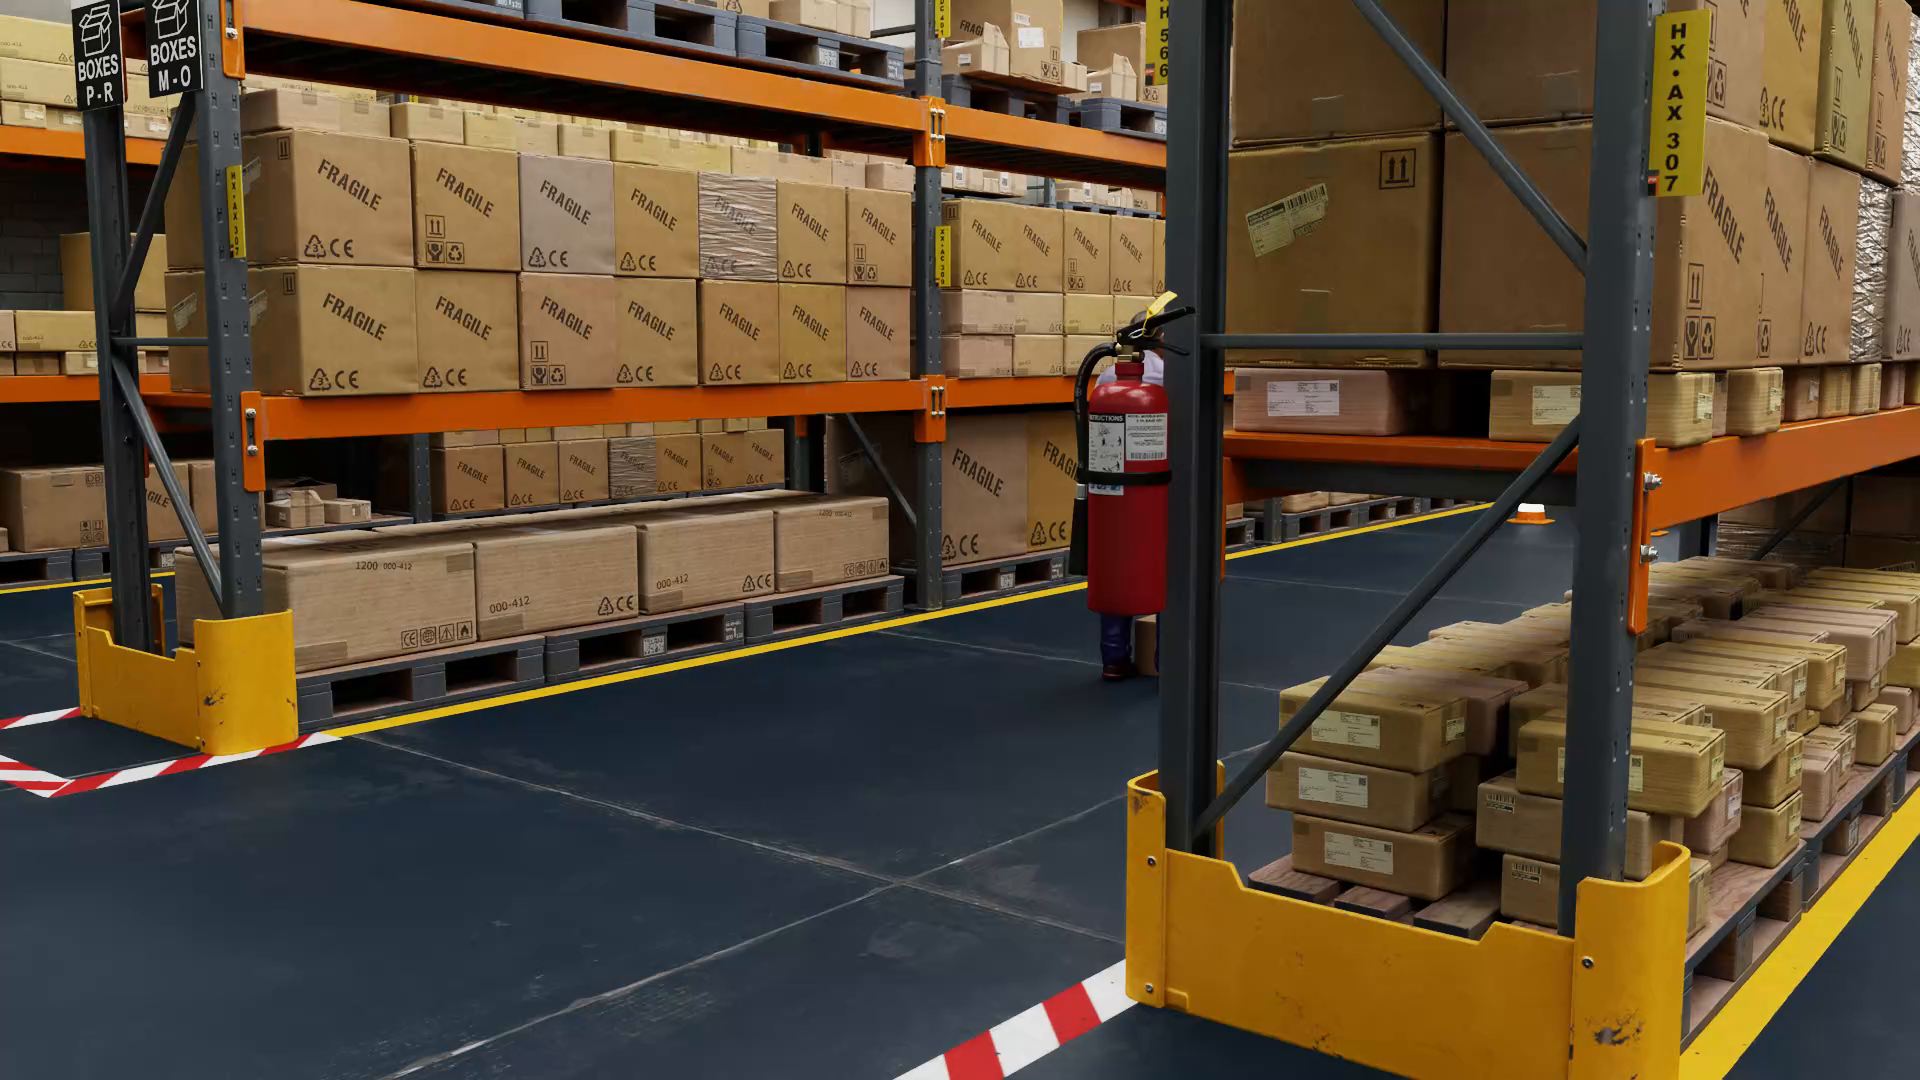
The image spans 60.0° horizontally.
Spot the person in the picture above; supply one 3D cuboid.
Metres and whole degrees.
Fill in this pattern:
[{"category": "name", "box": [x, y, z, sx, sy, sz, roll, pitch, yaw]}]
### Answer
[{"category": "person", "box": [0.821, -0.182, 7.357, 0.564, 1.638, 0.372, 5, 8, 35]}]
